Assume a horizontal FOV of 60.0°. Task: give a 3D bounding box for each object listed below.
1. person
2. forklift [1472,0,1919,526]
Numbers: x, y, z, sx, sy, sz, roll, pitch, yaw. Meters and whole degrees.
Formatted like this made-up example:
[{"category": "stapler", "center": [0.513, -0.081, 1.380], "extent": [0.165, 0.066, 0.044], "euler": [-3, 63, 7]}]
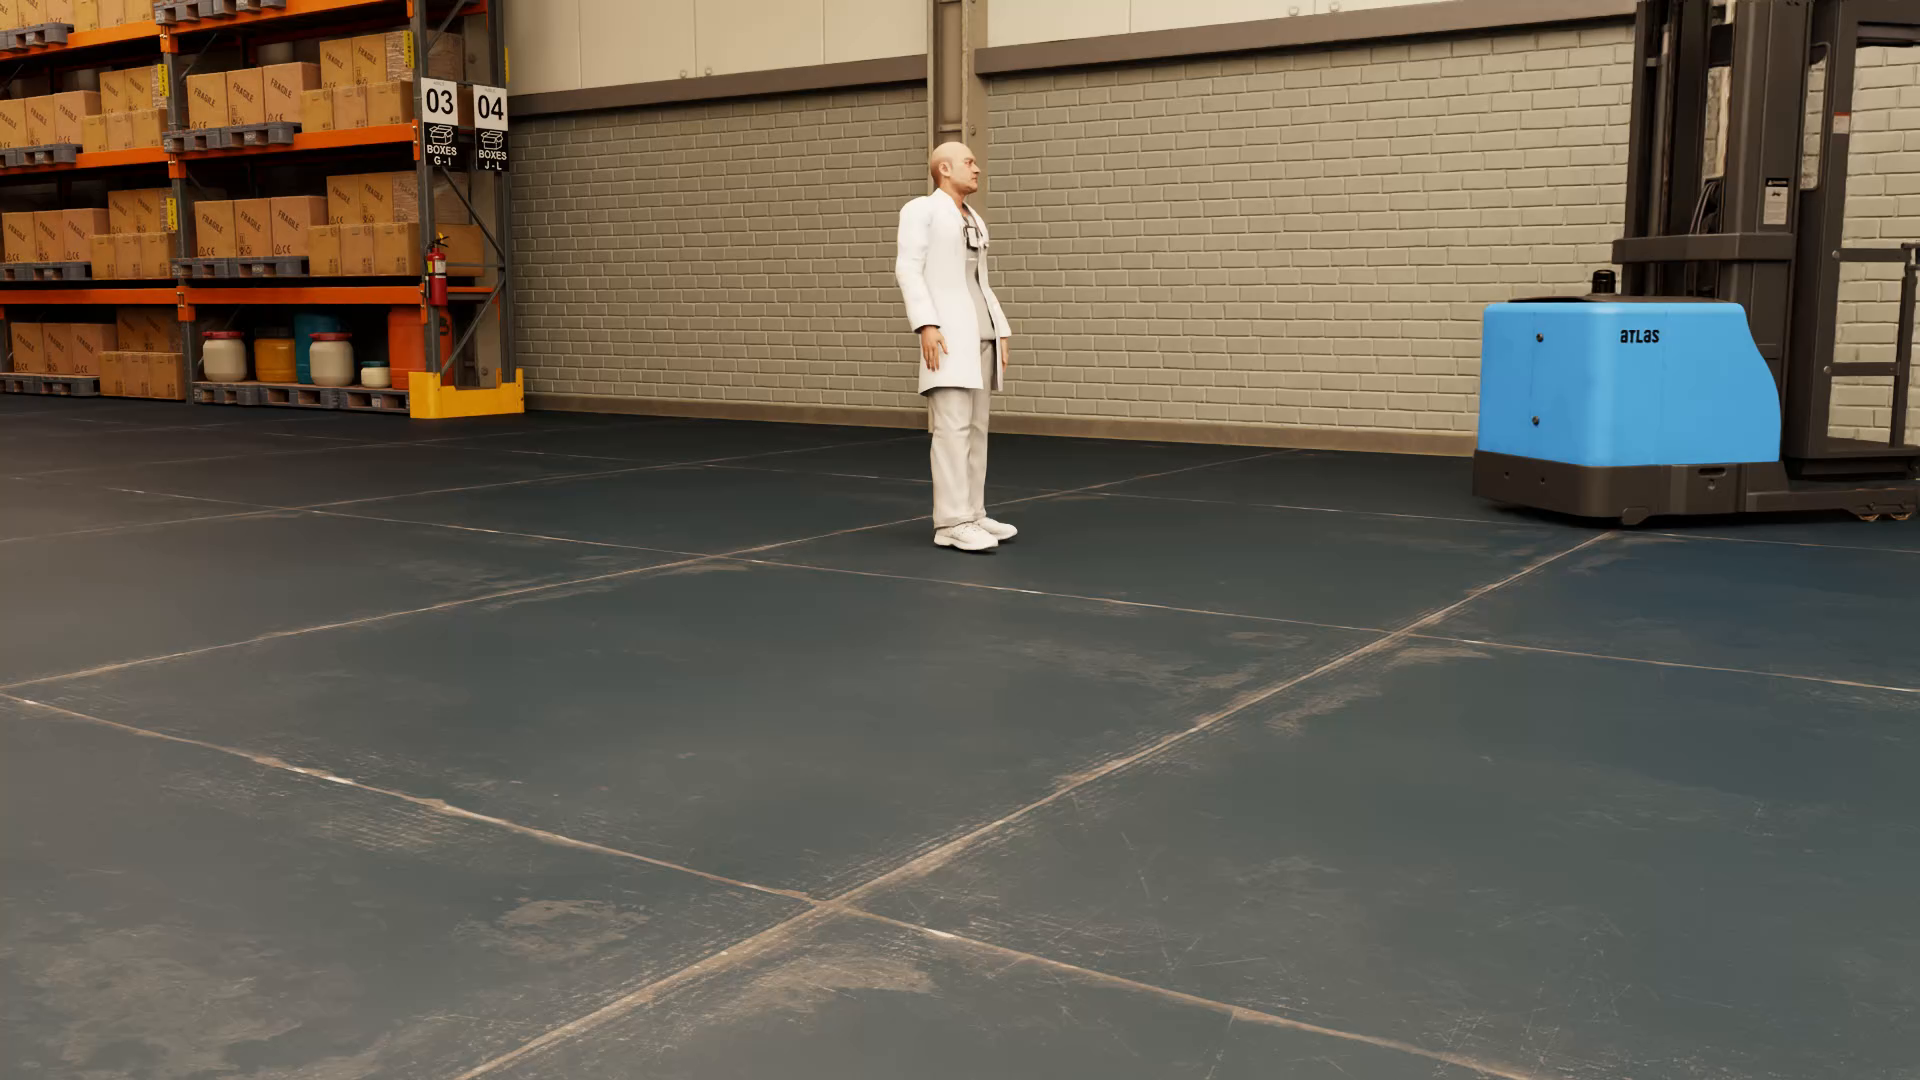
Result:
[{"category": "person", "center": [0.072, -0.879, 7.424], "extent": [0.581, 1.775, 0.694], "euler": [5, 10, 34]}, {"category": "forklift", "center": [4.271, -1.611, 8.520], "extent": [3.031, 2.935, 1.130], "euler": [-2, 8, -16]}]
